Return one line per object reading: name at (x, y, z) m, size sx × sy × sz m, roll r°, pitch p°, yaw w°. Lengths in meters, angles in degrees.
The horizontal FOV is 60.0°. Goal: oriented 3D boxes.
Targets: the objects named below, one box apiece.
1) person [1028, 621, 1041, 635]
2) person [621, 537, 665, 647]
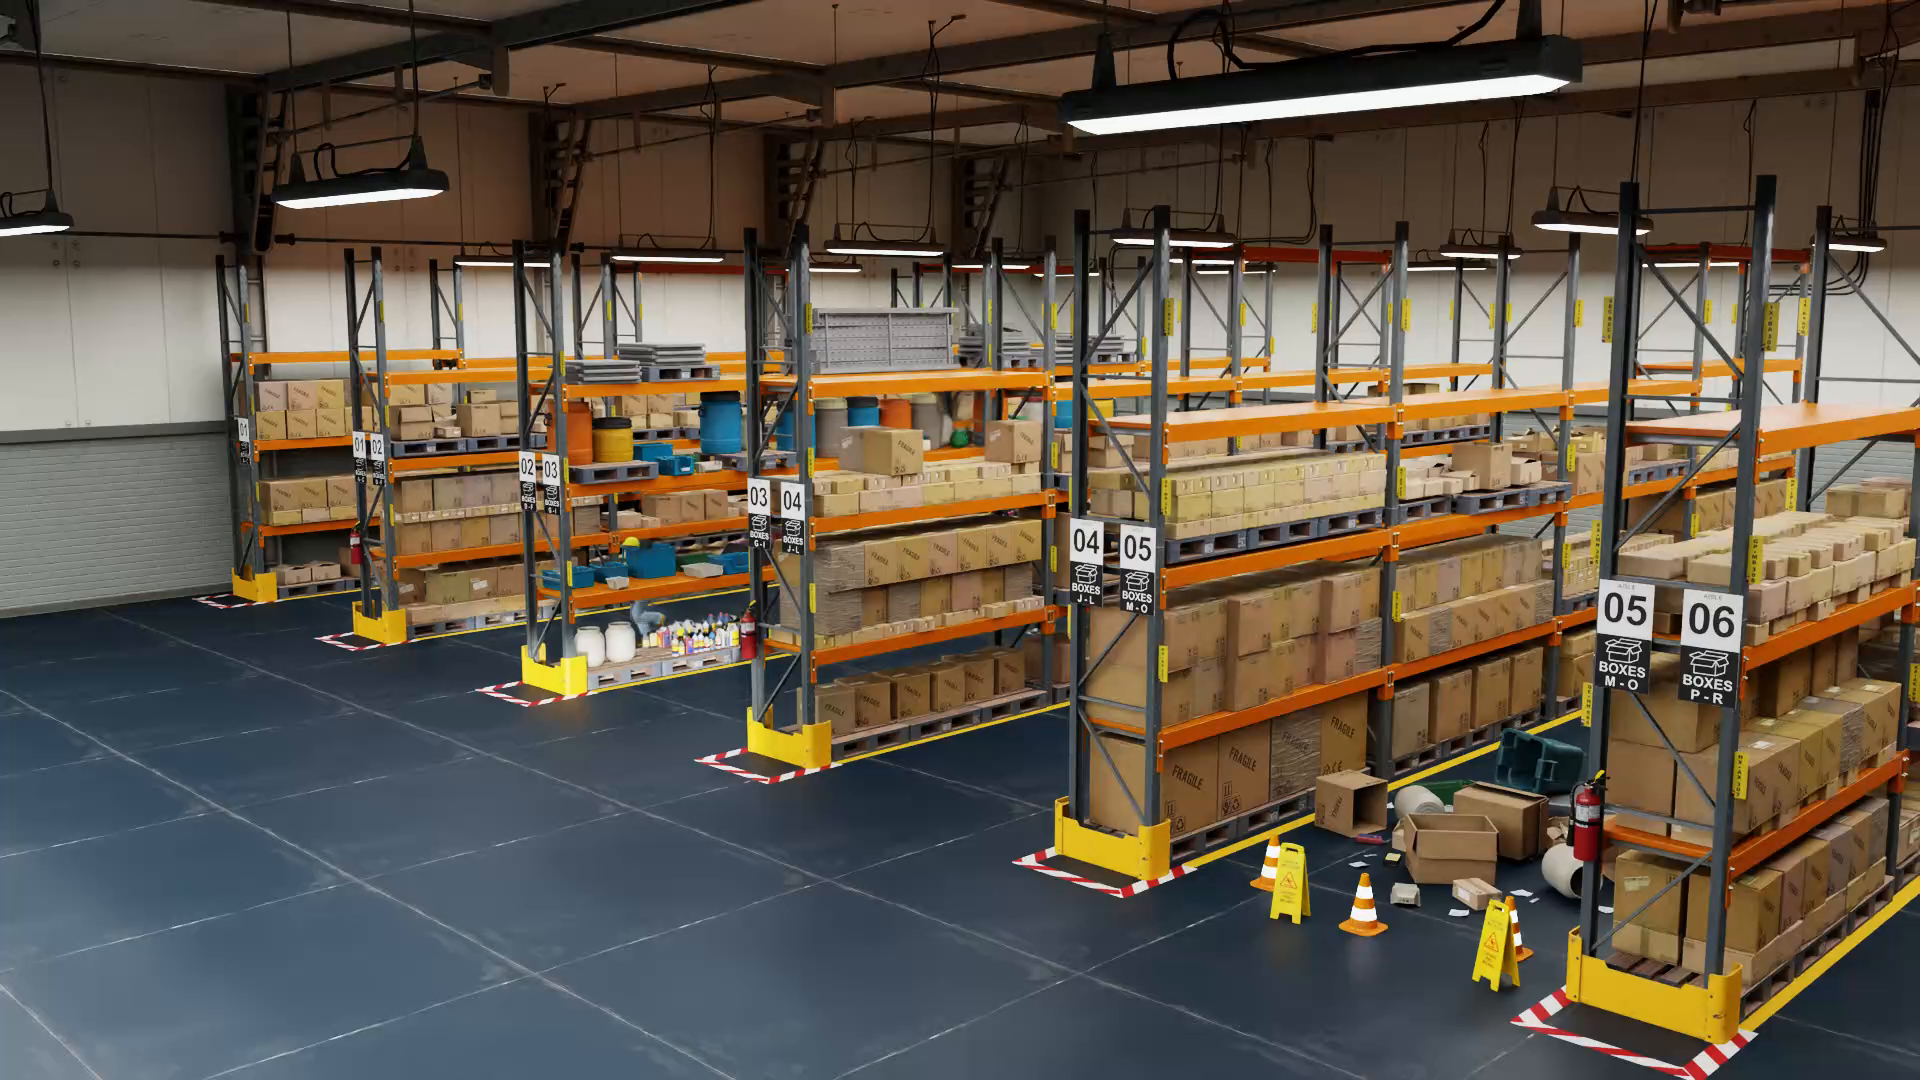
person at (1.057, 0.641, 24.484) m, size 0.525 × 1.564 × 0.537 m, roll -8°, pitch 11°, yaw -43°
person at (-4.809, 0.787, 25.077) m, size 0.722 × 1.701 × 0.673 m, roll -7°, pitch 11°, yaw -42°
